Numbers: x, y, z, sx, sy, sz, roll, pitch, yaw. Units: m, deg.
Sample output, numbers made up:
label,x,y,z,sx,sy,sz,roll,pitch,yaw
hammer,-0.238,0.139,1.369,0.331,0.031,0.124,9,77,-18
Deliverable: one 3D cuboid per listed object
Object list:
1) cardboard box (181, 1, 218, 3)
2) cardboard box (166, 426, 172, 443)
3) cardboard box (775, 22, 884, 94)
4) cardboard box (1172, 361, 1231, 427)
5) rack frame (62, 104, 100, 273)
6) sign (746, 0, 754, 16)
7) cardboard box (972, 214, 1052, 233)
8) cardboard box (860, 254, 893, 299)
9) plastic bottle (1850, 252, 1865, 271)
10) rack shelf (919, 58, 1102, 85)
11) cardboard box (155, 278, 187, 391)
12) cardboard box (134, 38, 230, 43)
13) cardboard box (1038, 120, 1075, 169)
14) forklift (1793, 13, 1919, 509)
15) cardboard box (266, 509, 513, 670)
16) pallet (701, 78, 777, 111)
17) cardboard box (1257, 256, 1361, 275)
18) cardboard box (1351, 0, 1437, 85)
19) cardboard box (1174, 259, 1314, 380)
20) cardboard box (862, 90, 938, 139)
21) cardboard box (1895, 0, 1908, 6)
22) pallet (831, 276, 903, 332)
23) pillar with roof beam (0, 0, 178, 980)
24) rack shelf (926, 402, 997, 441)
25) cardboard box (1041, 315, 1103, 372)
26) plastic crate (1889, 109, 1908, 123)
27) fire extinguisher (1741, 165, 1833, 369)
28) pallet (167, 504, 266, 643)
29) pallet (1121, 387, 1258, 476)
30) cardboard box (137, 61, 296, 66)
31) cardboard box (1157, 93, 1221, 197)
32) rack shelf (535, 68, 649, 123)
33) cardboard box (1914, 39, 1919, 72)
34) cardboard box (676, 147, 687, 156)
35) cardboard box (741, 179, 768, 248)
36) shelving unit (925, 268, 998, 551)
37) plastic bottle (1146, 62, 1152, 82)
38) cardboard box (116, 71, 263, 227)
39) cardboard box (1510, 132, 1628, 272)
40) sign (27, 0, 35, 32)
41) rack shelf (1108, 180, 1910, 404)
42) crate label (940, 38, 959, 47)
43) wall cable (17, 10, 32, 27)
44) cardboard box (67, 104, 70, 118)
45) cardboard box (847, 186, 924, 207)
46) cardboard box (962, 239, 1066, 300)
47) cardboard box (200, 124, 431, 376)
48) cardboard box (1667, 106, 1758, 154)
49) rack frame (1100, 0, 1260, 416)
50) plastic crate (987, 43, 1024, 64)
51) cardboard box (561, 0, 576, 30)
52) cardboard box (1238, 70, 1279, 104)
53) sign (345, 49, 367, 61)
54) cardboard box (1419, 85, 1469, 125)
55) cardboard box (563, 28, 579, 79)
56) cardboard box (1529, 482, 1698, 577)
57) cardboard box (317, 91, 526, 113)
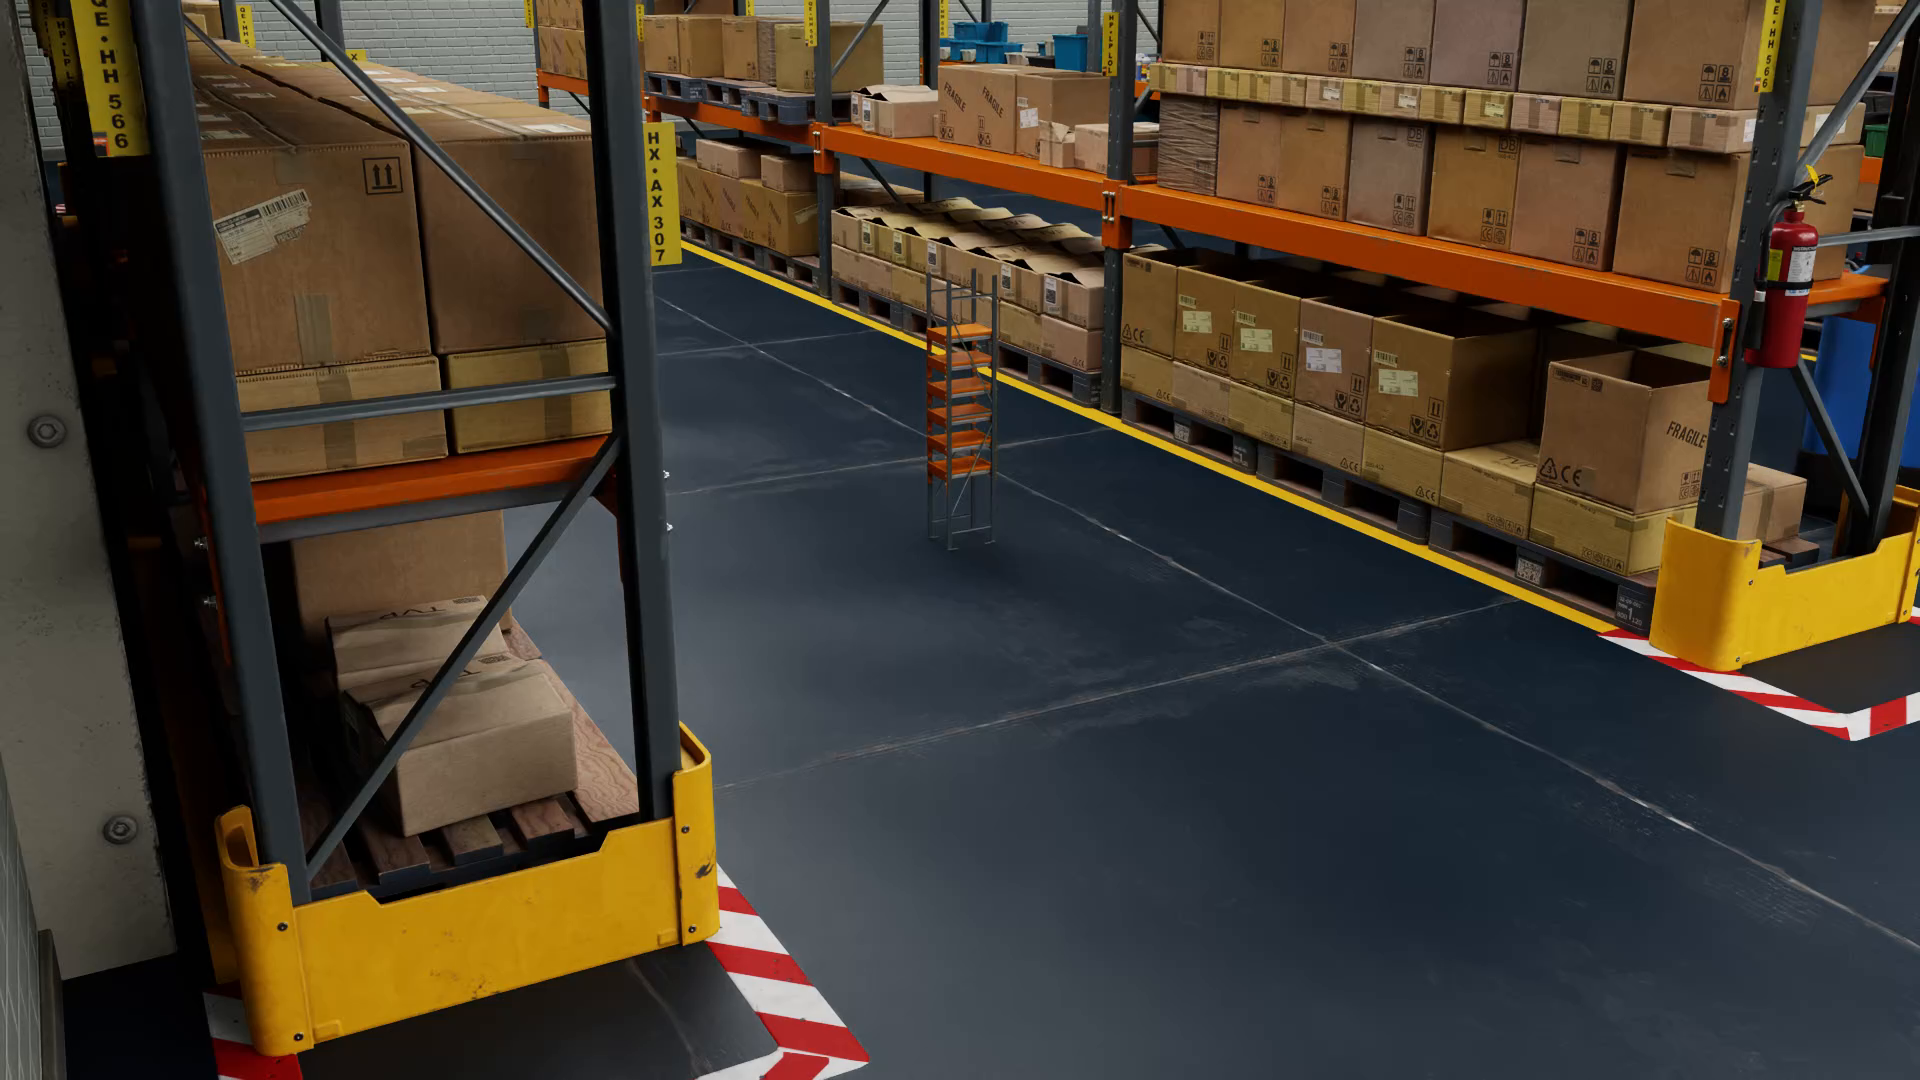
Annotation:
label,x,y,z,sx,sy,sz,roll,pitch,yaw
cardboard box,-5.223,-3.481,11.162,0.500,0.250,0.500,-10,22,-27
cardboard box,-3.733,-0.832,8.433,0.700,0.500,0.500,-10,22,-28
cardboard box,-1.019,-3.782,13.028,0.500,0.500,0.700,16,25,39
cardboard box,1.465,-0.799,8.751,0.500,0.250,0.500,-10,21,-27
rack frame,-6.878,-3.753,13.740,1.000,3.000,0.127,-10,21,-27
sign,-2.034,-5.155,16.030,0.100,0.325,0.005,-10,21,-27
cardboard box,0.334,-2.131,11.752,0.500,0.311,0.500,-10,21,-27
cardboard box,-0.391,-1.932,12.034,0.500,0.250,0.500,-11,22,-28
plastic bottle,6.199,-1.806,11.486,0.144,0.351,0.185,-11,22,-28
rack shelf,0.891,-5.521,19.968,1.077,0.370,4.000,-10,21,-27
cardboard box,-2.071,-0.642,4.923,0.500,0.250,0.500,-10,21,-27
cardboard box,-4.747,-2.726,9.938,0.700,0.500,0.500,-13,23,-33
cardboard box,0.699,-2.385,9.982,0.396,0.266,0.258,-11,22,-28
forklift,5.186,-1.798,8.181,1.130,2.935,3.031,14,23,34
cardboard box,-2.004,0.071,5.816,0.700,0.500,0.500,-12,22,-30
pallet,-1.548,-3.840,14.286,1.003,0.211,1.213,-10,21,-27
cardboard box,1.918,-1.233,8.860,0.500,0.500,0.500,-10,21,-27
cardboard box,2.210,-2.326,7.465,0.700,0.500,0.500,-10,21,-27
cardboard box,1.468,-1.154,8.630,0.500,0.500,0.500,-10,21,-27
cardboard box,-0.367,-3.044,11.823,0.500,0.311,0.500,-10,22,-27
cardboard box,14.454,-8.202,24.948,0.500,0.500,0.500,-10,21,-27
pallet,-0.264,-1.812,12.392,1.003,0.211,1.213,-10,21,-27
pillar with roof beam,1.515,-3.878,4.905,9.100,9.000,0.400,-10,21,-27
rack shelf,0.007,-0.521,7.270,0.258,0.103,0.180,-10,21,-27
cardboard box,0.826,-1.197,9.906,0.500,0.250,0.500,-10,22,-27
plastic crate,6.404,-2.645,10.757,0.499,0.251,0.616,-10,21,-27
fire extinguisher,2.825,-0.934,5.689,0.296,0.674,0.183,-10,21,-27
pallet,-2.729,0.049,6.997,1.003,0.211,1.213,-10,21,-27
pallet,1.619,-0.672,9.086,1.003,0.211,1.213,-10,21,-27
cardboard box,-3.291,-1.863,7.435,0.700,0.500,0.500,-10,21,-26
cardboard box,1.495,-2.145,8.929,0.700,0.500,0.500,-11,22,-28
rack shelf,-3.470,-4.755,17.748,1.077,0.370,4.000,-10,21,-27
cardboard box,9.094,-4.489,15.070,0.797,0.503,0.637,-8,20,-21
cardboard box,-3.041,-3.667,16.649,0.500,0.500,0.500,-10,21,-27
cardboard box,-1.517,-2.780,14.078,0.500,0.500,0.500,-11,22,-29
shelving unit,0.007,-0.563,7.255,0.258,1.200,0.189,-10,21,-27
plastic bottle,1.976,-4.831,17.169,0.097,0.201,0.097,0,19,0
cardboard box,-2.798,-1.433,6.067,0.500,0.500,0.500,-10,21,-27
cardboard box,2.714,-1.410,6.796,0.700,0.500,0.500,-9,21,-25
sign,-9.269,-5.263,16.669,0.100,0.325,0.005,-10,21,-27
rack shelf,2.228,-1.310,7.765,1.077,0.370,4.000,-10,21,-27
crate label,-0.231,-6.263,21.179,0.416,0.233,0.303,-10,21,-27
wall cable,-11.149,-7.948,21.461,3.097,2.526,0.112,-10,21,-27
cardboard box,-5.905,-3.189,11.466,0.500,0.500,0.500,-10,21,-26
cardboard box,-0.586,-2.574,13.482,0.500,0.500,0.500,-9,21,-24
cardboard box,0.346,-1.752,10.654,0.500,0.311,0.500,-10,21,-27
cardboard box,-1.591,-0.703,3.953,0.500,0.500,0.500,-10,22,-27
cardboard box,2.829,-1.510,6.094,0.380,0.149,0.250,-10,22,-28
rack frame,1.279,-2.225,9.311,1.000,3.000,0.127,-10,21,-27
plastic crate,0.536,-5.799,19.834,0.416,0.233,0.300,-10,21,-27
cardboard box,-3.953,-5.728,17.778,0.500,0.500,0.500,-10,21,-26
cardboard box,1.605,-2.250,8.239,0.380,0.149,0.250,-10,22,-27
sign,-2.605,-1.952,7.193,0.100,0.325,0.005,-10,21,-27
cardboard box,2.213,-1.882,7.170,0.380,0.149,0.250,-9,21,-25
cardboard box,-3.956,-5.257,17.945,0.500,0.500,0.500,-10,21,-27
cardboard box,2.663,-0.083,6.677,0.500,0.250,0.500,-10,21,-27
cardboard box,-1.608,-1.077,5.036,0.500,0.500,0.500,-11,22,-28
